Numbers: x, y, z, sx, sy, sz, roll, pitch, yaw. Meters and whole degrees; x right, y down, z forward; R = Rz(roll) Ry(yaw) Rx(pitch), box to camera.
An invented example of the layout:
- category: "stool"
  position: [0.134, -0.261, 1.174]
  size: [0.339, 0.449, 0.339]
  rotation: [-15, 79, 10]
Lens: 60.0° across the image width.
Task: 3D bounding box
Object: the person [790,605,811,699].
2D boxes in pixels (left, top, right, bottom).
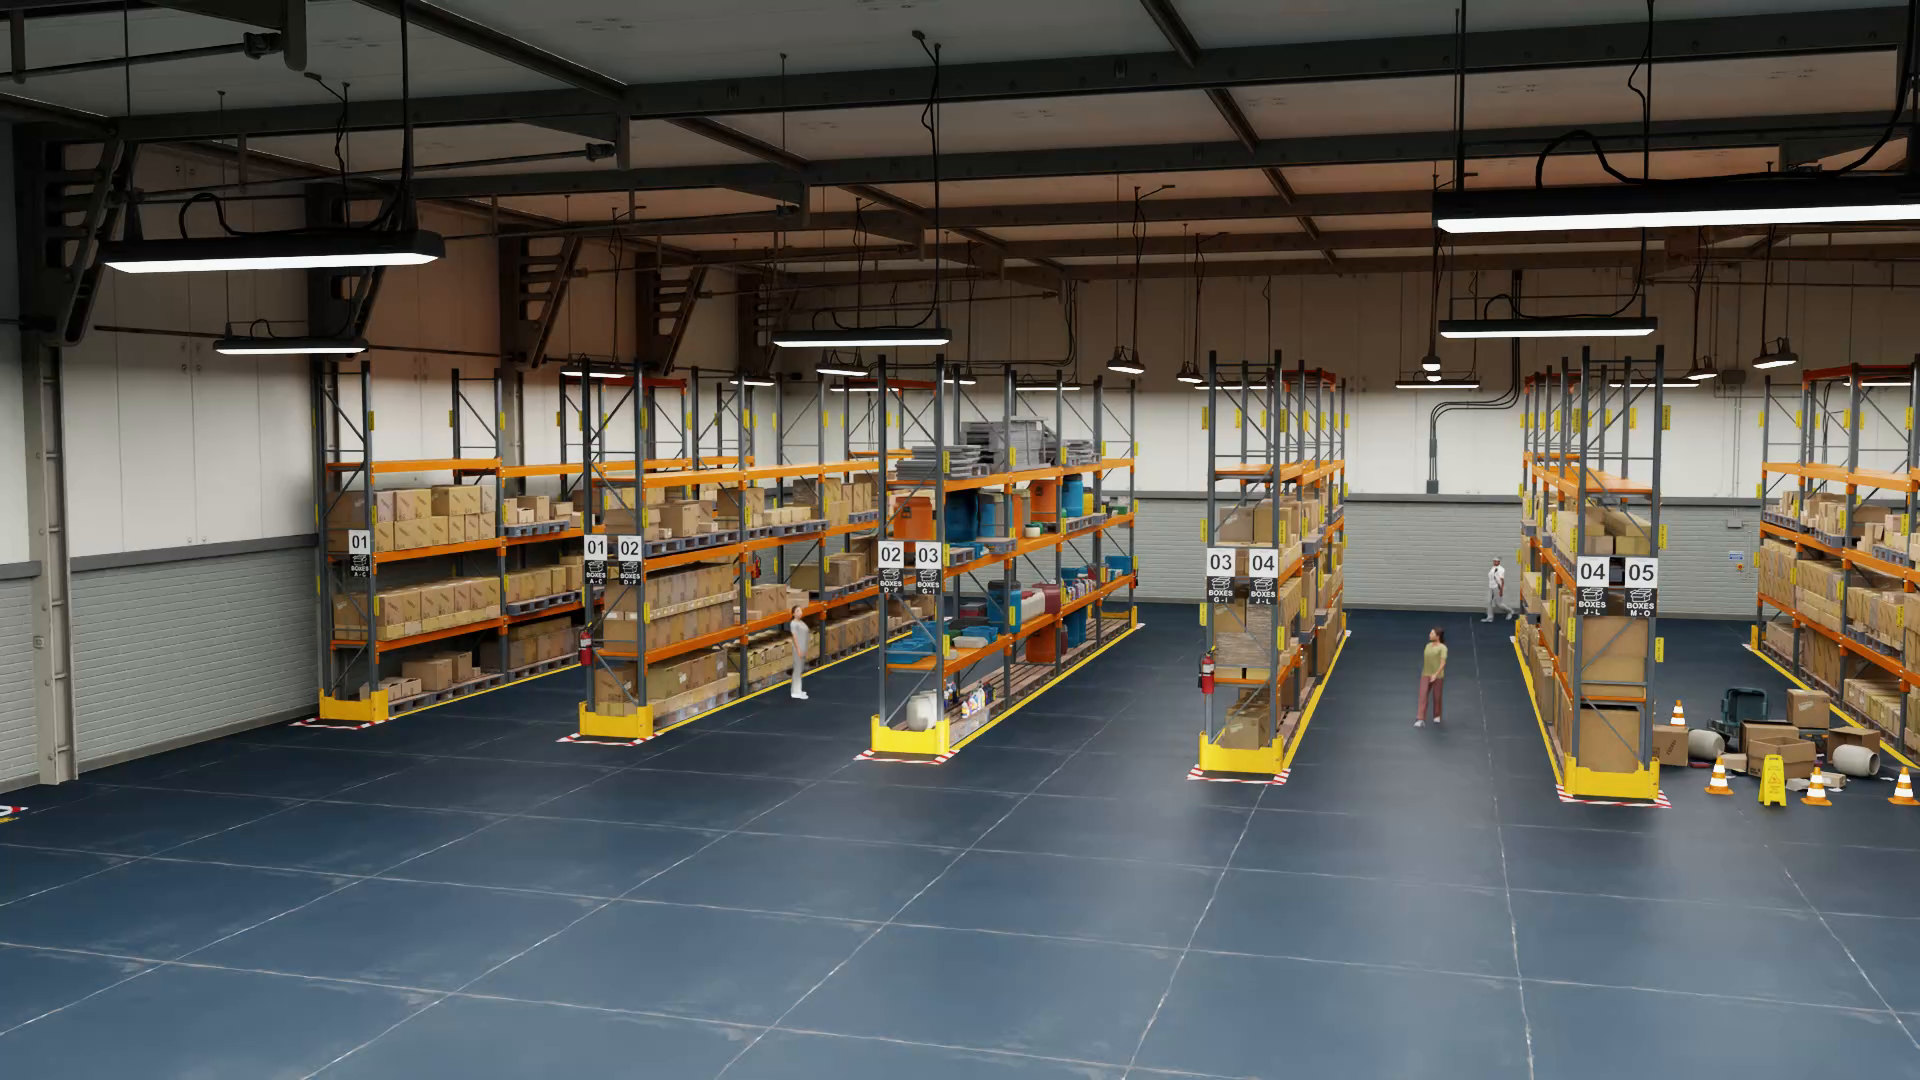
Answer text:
- category: "person"
  position: [-2.895, 2.023, 29.992]
  size: [0.385, 1.683, 0.506]
  rotation: [0, 4, 7]

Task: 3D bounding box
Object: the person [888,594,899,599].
- category: "person"
  position: [-1.728, 1.096, 43.086]
  size: [0.523, 1.727, 0.373]
  rotation: [-3, 5, -37]

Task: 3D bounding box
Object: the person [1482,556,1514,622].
- category: "person"
  position: [13.365, 1.210, 41.313]
  size: [0.760, 1.651, 0.473]
  rotation: [-1, 4, -14]

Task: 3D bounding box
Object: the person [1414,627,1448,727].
- category: "person"
  position: [7.732, 2.224, 27.152]
  size: [0.423, 1.607, 1.027]
  rotation: [2, 5, 29]

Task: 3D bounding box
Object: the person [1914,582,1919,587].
- category: "person"
  position: [21.467, 1.476, 37.193]
  size: [0.928, 1.722, 0.612]
  rotation: [1, 4, 8]
